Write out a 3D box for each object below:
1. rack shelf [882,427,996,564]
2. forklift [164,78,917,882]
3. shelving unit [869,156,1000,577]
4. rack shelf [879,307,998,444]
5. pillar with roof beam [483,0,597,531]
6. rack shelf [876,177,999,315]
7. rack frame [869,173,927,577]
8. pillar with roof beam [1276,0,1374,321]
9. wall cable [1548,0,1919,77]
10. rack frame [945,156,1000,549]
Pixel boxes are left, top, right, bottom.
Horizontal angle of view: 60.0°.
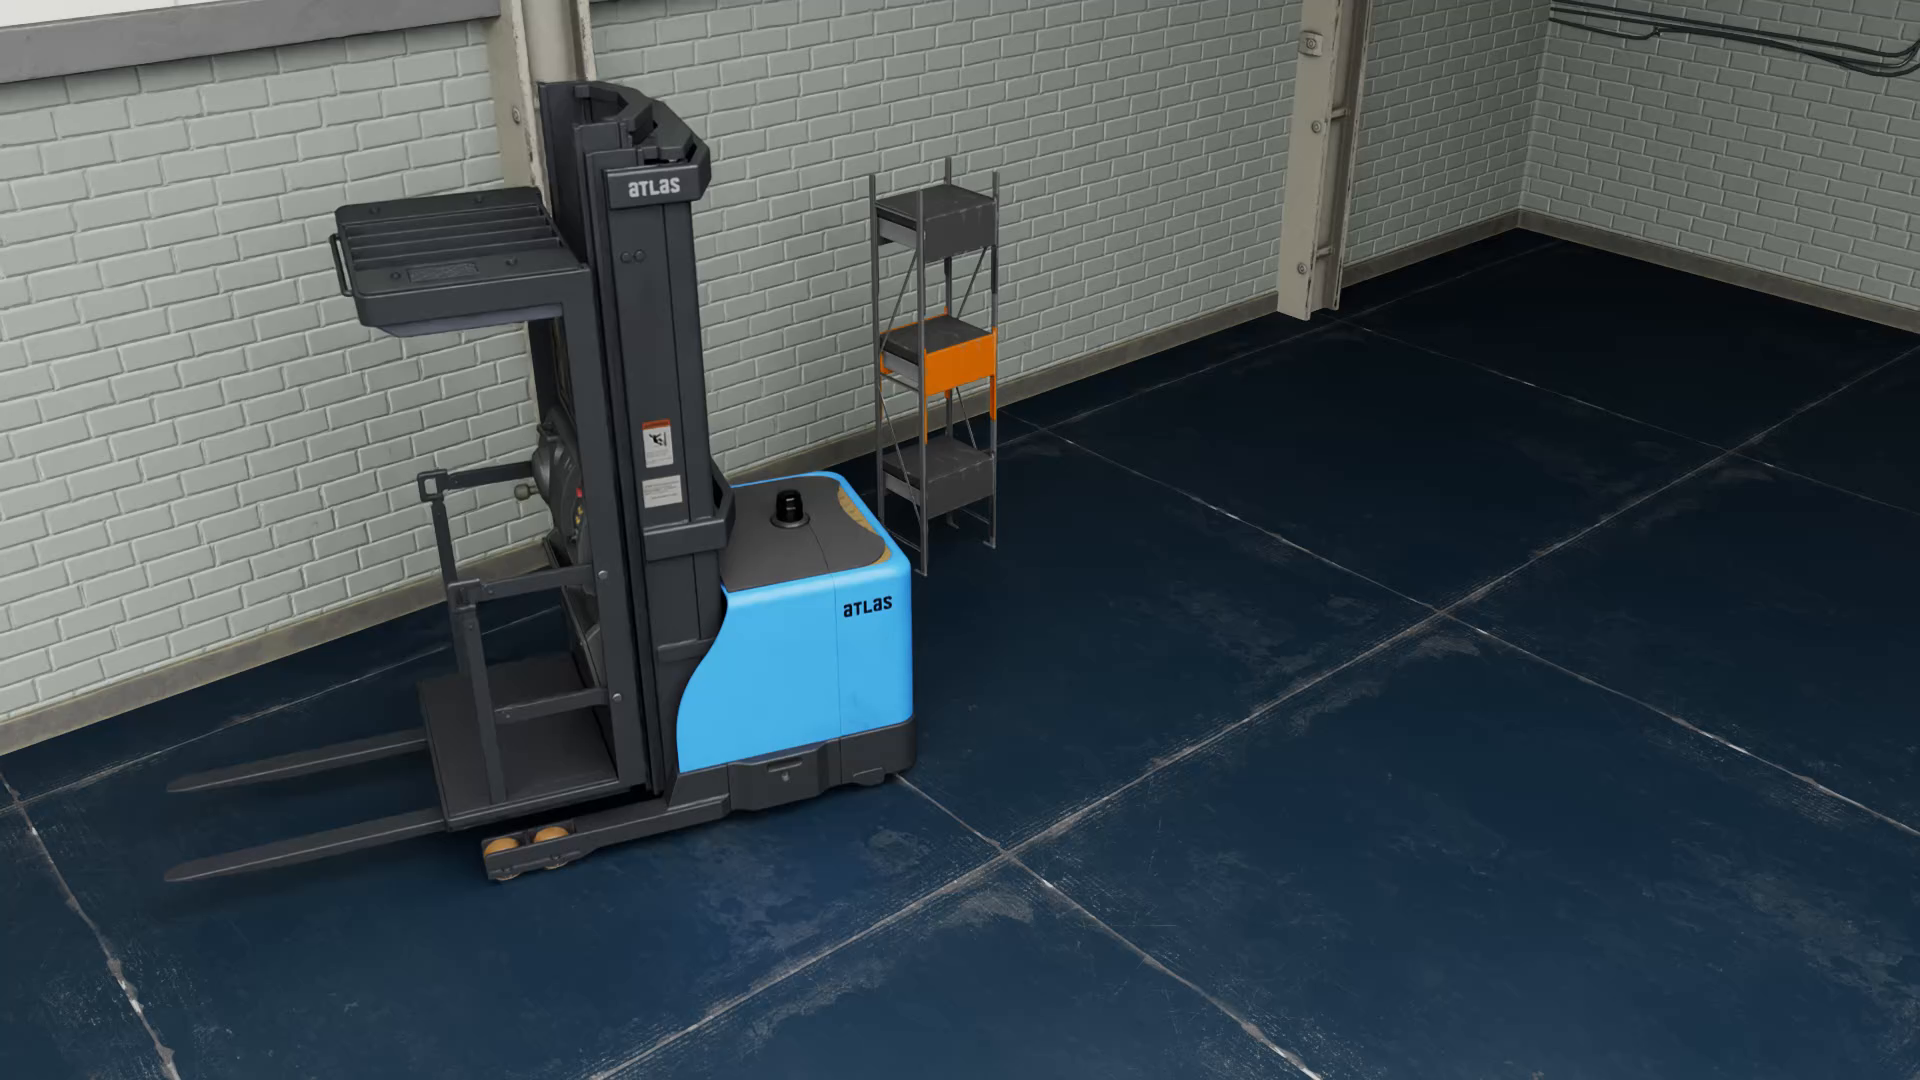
[{"bbox_3d":[-0.126,-0.246,8.997,0.480,0.518,0.431,-22,35,-35],"label":"rack shelf"},{"bbox_3d":[-1.757,-0.207,6.528,3.031,2.935,1.130,-11,30,-19],"label":"forklift"},{"bbox_3d":[-0.126,-0.875,8.660,0.503,2.100,0.431,-22,35,-35],"label":"shelving unit"},{"bbox_3d":[-0.126,-0.863,8.667,0.480,0.518,0.431,-22,35,-35],"label":"rack shelf"},{"bbox_3d":[0.832,-2.324,4.052,0.400,9.000,9.100,-22,35,-35],"label":"pillar with roof beam"},{"bbox_3d":[-0.126,-1.481,8.337,0.480,0.518,0.431,-22,35,-35],"label":"rack shelf"},{"bbox_3d":[-0.312,-0.801,8.521,0.015,2.100,0.400,-22,35,-35],"label":"rack frame"},{"bbox_3d":[5.396,-4.160,7.486,0.400,9.000,9.100,-22,35,-35],"label":"pillar with roof beam"},{"bbox_3d":[5.701,-4.761,11.906,0.112,2.526,3.097,-22,35,-35],"label":"wall cable"},{"bbox_3d":[0.060,-0.950,8.800,0.015,2.100,0.400,-22,35,-35],"label":"rack frame"}]
